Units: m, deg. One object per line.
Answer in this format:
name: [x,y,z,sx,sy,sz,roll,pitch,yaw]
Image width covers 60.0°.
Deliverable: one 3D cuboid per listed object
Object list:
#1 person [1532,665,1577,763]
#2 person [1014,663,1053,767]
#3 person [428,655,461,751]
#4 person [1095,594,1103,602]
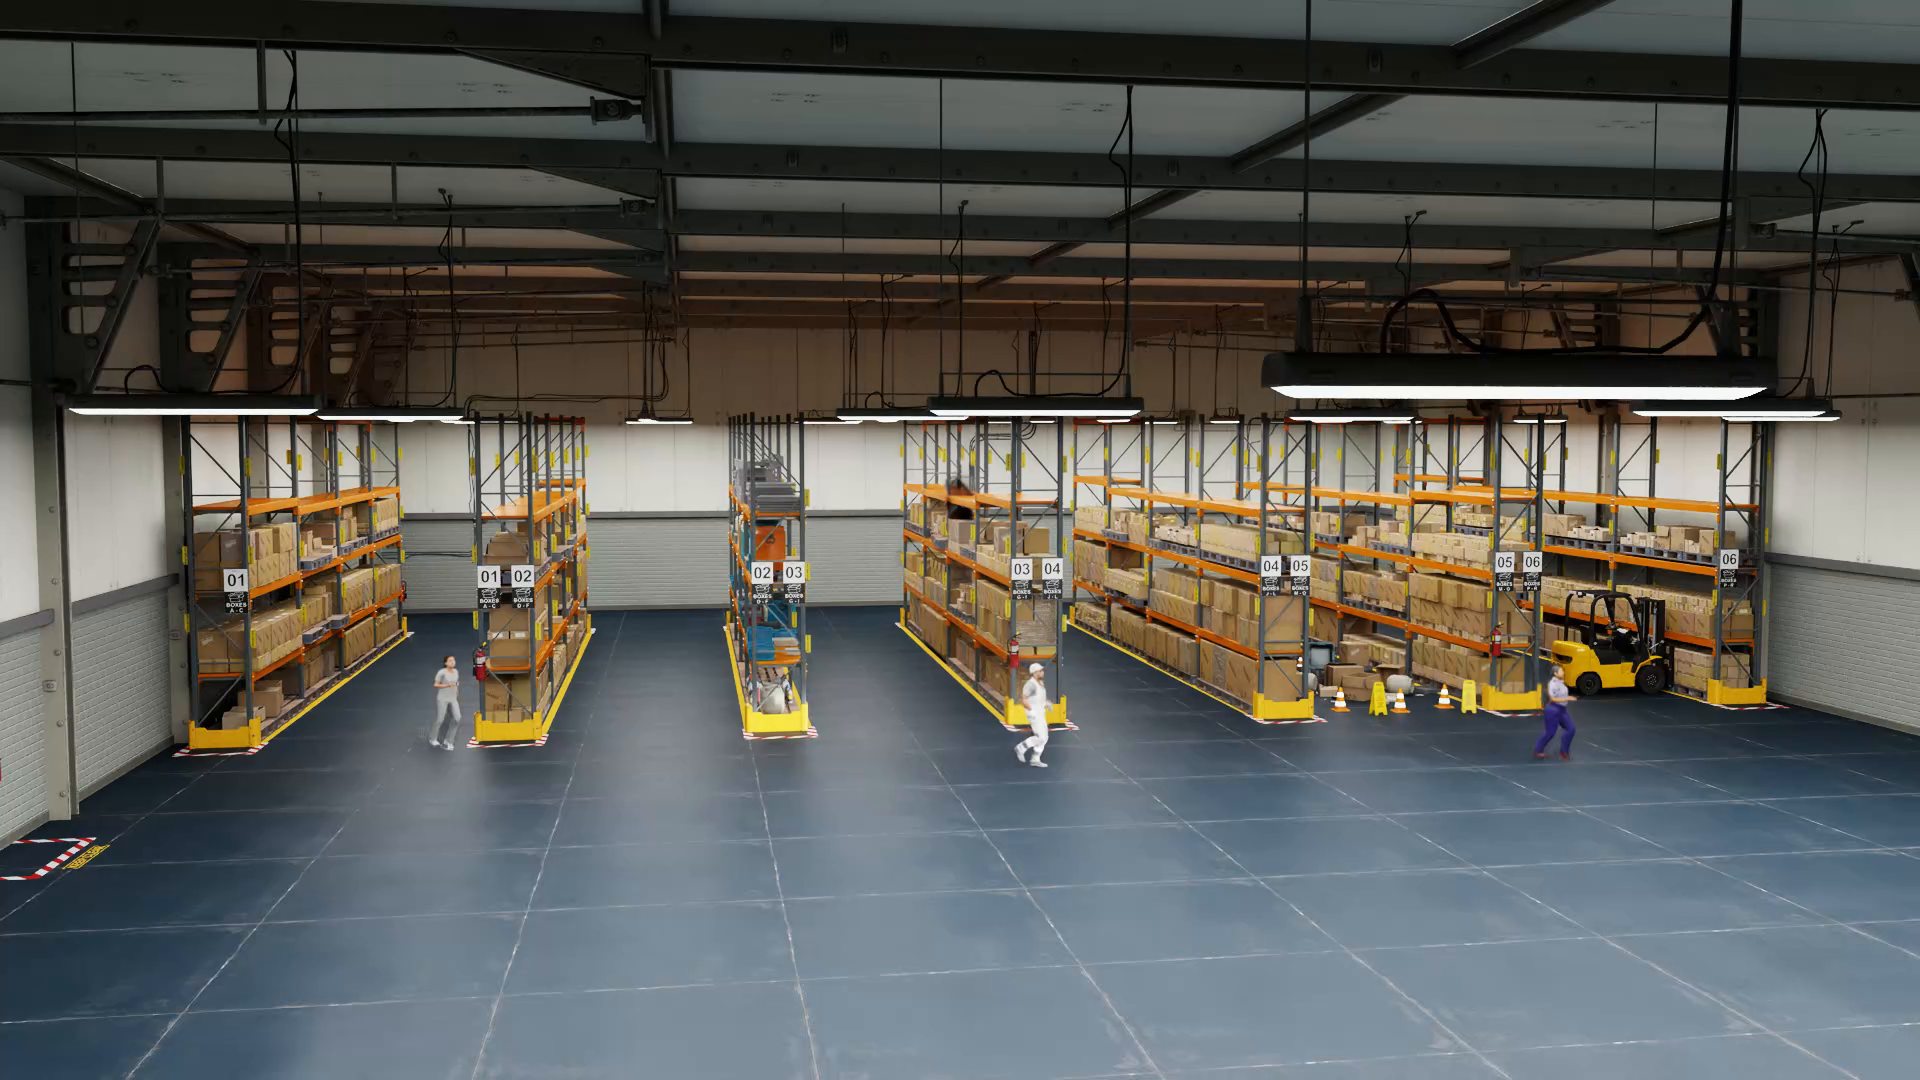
person: [10.174,2.983,28.414,0.746,1.707,0.583,3,5,38]
person: [1.239,2.945,28.045,0.593,1.755,0.678,1,4,21]
person: [-9.123,2.888,29.604,0.728,1.720,0.567,4,5,43]
person: [4.253,1.558,49.877,0.771,1.664,0.730,2,4,24]
